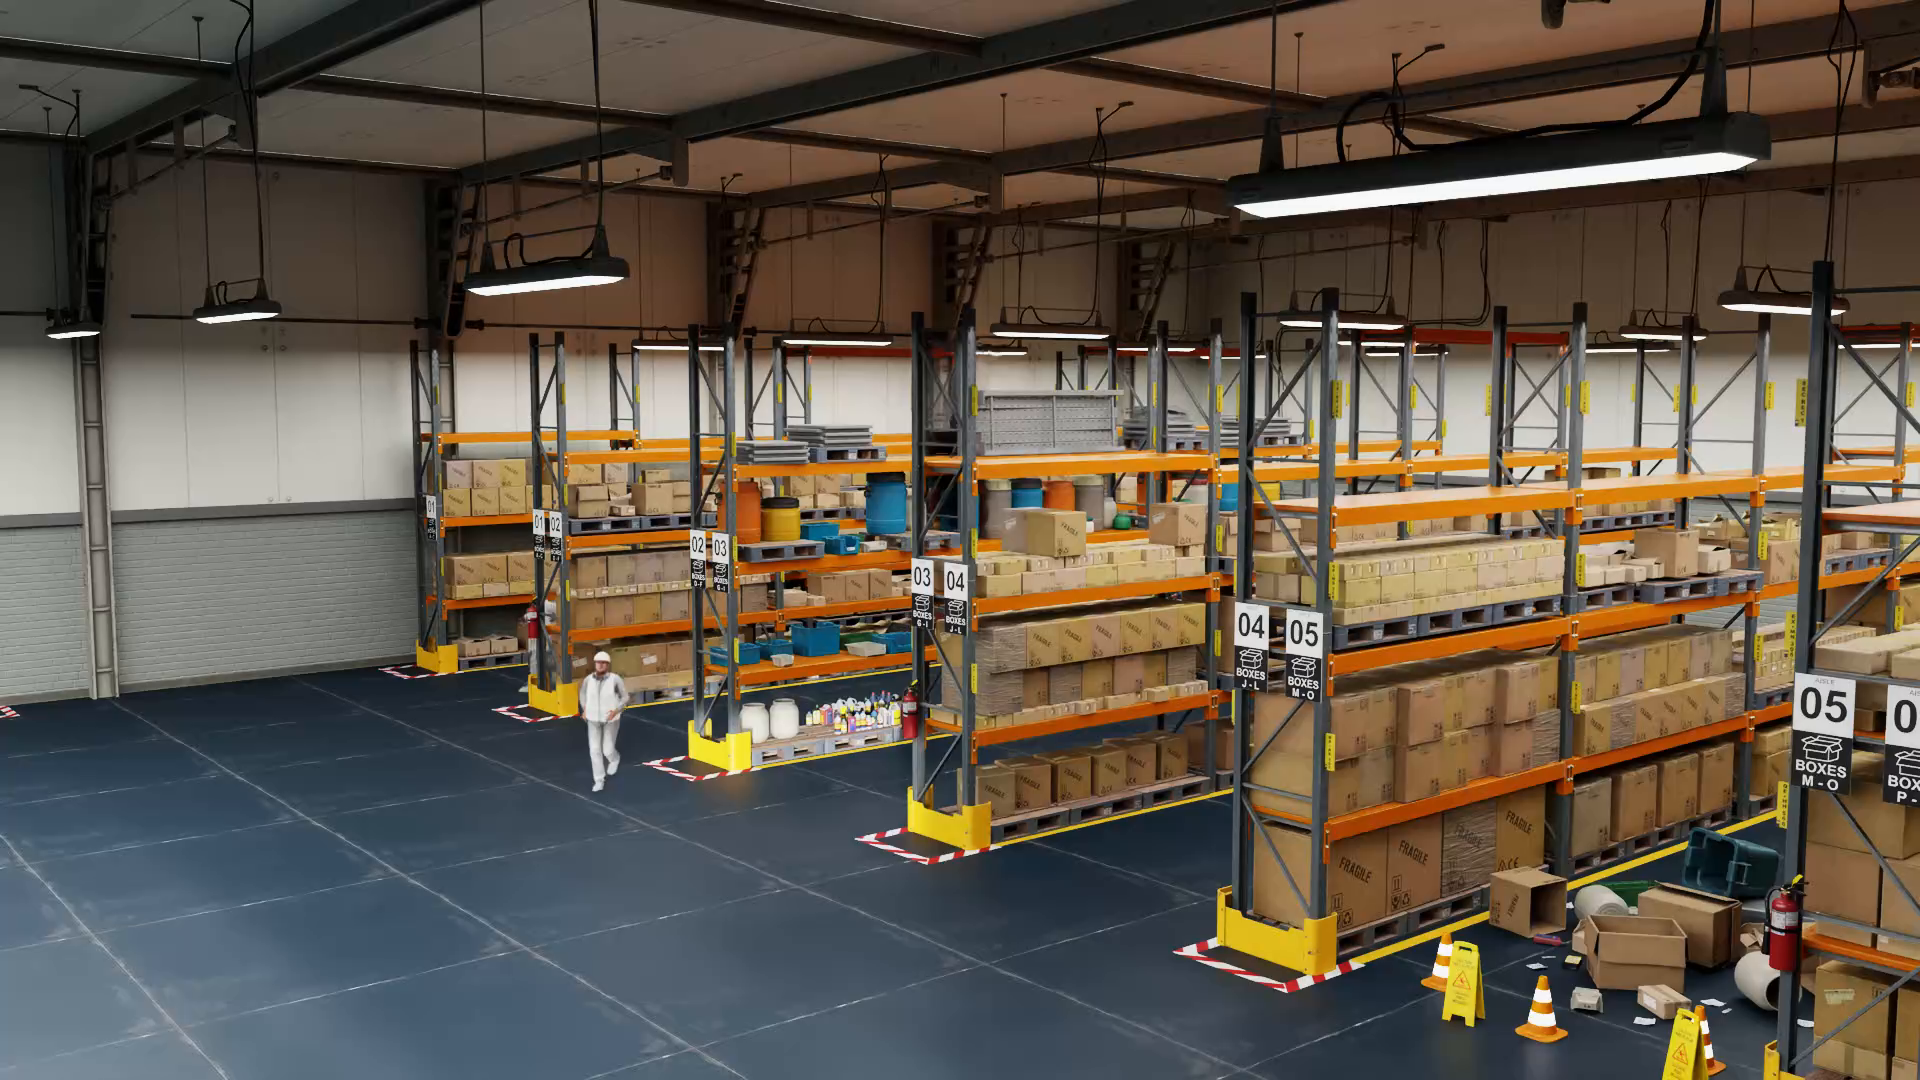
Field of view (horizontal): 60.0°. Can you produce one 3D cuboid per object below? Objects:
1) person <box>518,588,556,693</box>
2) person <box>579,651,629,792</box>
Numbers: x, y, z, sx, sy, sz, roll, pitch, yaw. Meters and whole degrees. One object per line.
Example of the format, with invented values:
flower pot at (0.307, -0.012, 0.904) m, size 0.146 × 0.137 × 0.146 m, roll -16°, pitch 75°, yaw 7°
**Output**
person at (-7.114, 1.659, 28.168) m, size 0.725 × 1.763 × 0.920 m, roll 4°, pitch 7°, yaw 38°
person at (-4.609, 2.307, 21.514) m, size 0.671 × 1.757 × 0.833 m, roll 0°, pitch 5°, yaw 0°
